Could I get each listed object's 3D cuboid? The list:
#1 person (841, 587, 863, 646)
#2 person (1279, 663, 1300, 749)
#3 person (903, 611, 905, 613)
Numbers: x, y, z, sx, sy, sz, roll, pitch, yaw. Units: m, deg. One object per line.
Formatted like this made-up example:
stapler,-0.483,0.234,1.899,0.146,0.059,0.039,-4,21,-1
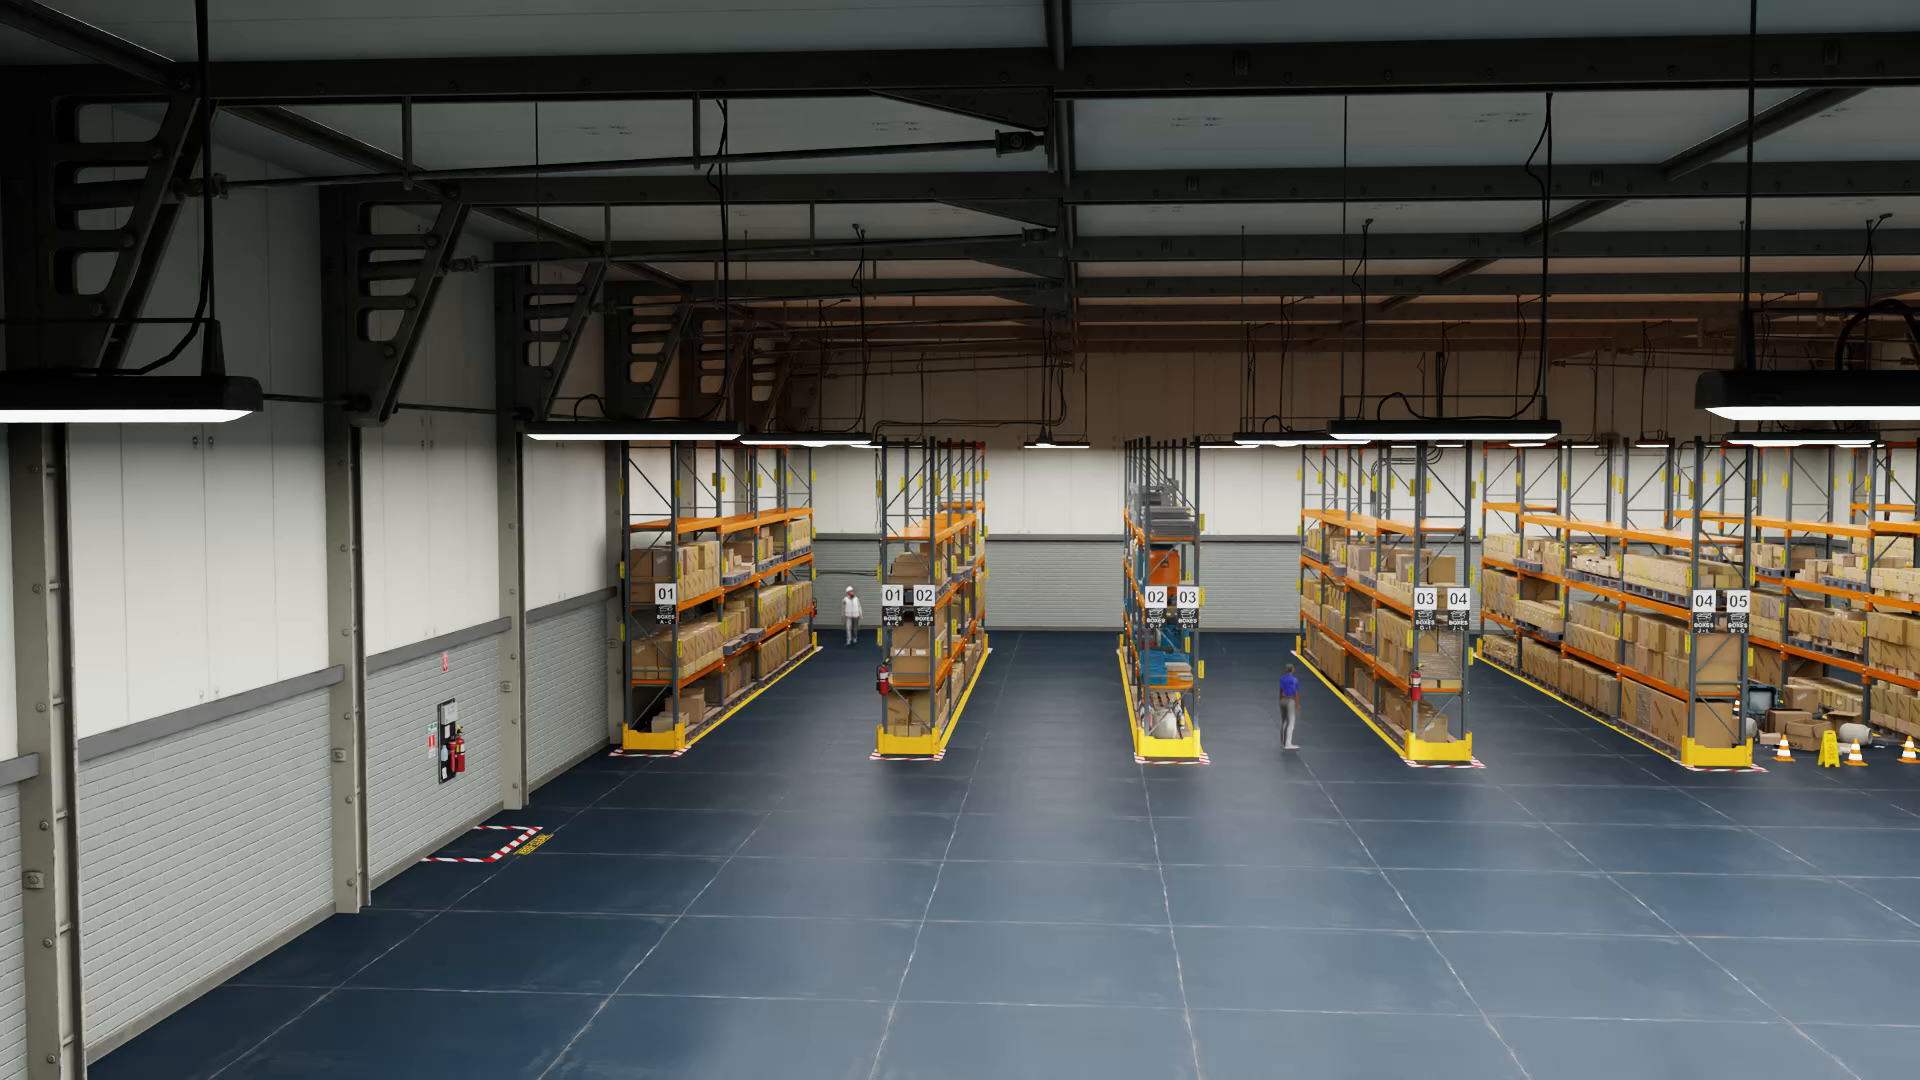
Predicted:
person,-3.183,2.240,48.969,0.629,1.715,1.066,0,3,-4
person,6.383,3.201,32.018,0.415,1.694,0.506,-2,4,-30
person,-1.607,2.266,48.064,0.445,1.804,0.591,0,3,2
